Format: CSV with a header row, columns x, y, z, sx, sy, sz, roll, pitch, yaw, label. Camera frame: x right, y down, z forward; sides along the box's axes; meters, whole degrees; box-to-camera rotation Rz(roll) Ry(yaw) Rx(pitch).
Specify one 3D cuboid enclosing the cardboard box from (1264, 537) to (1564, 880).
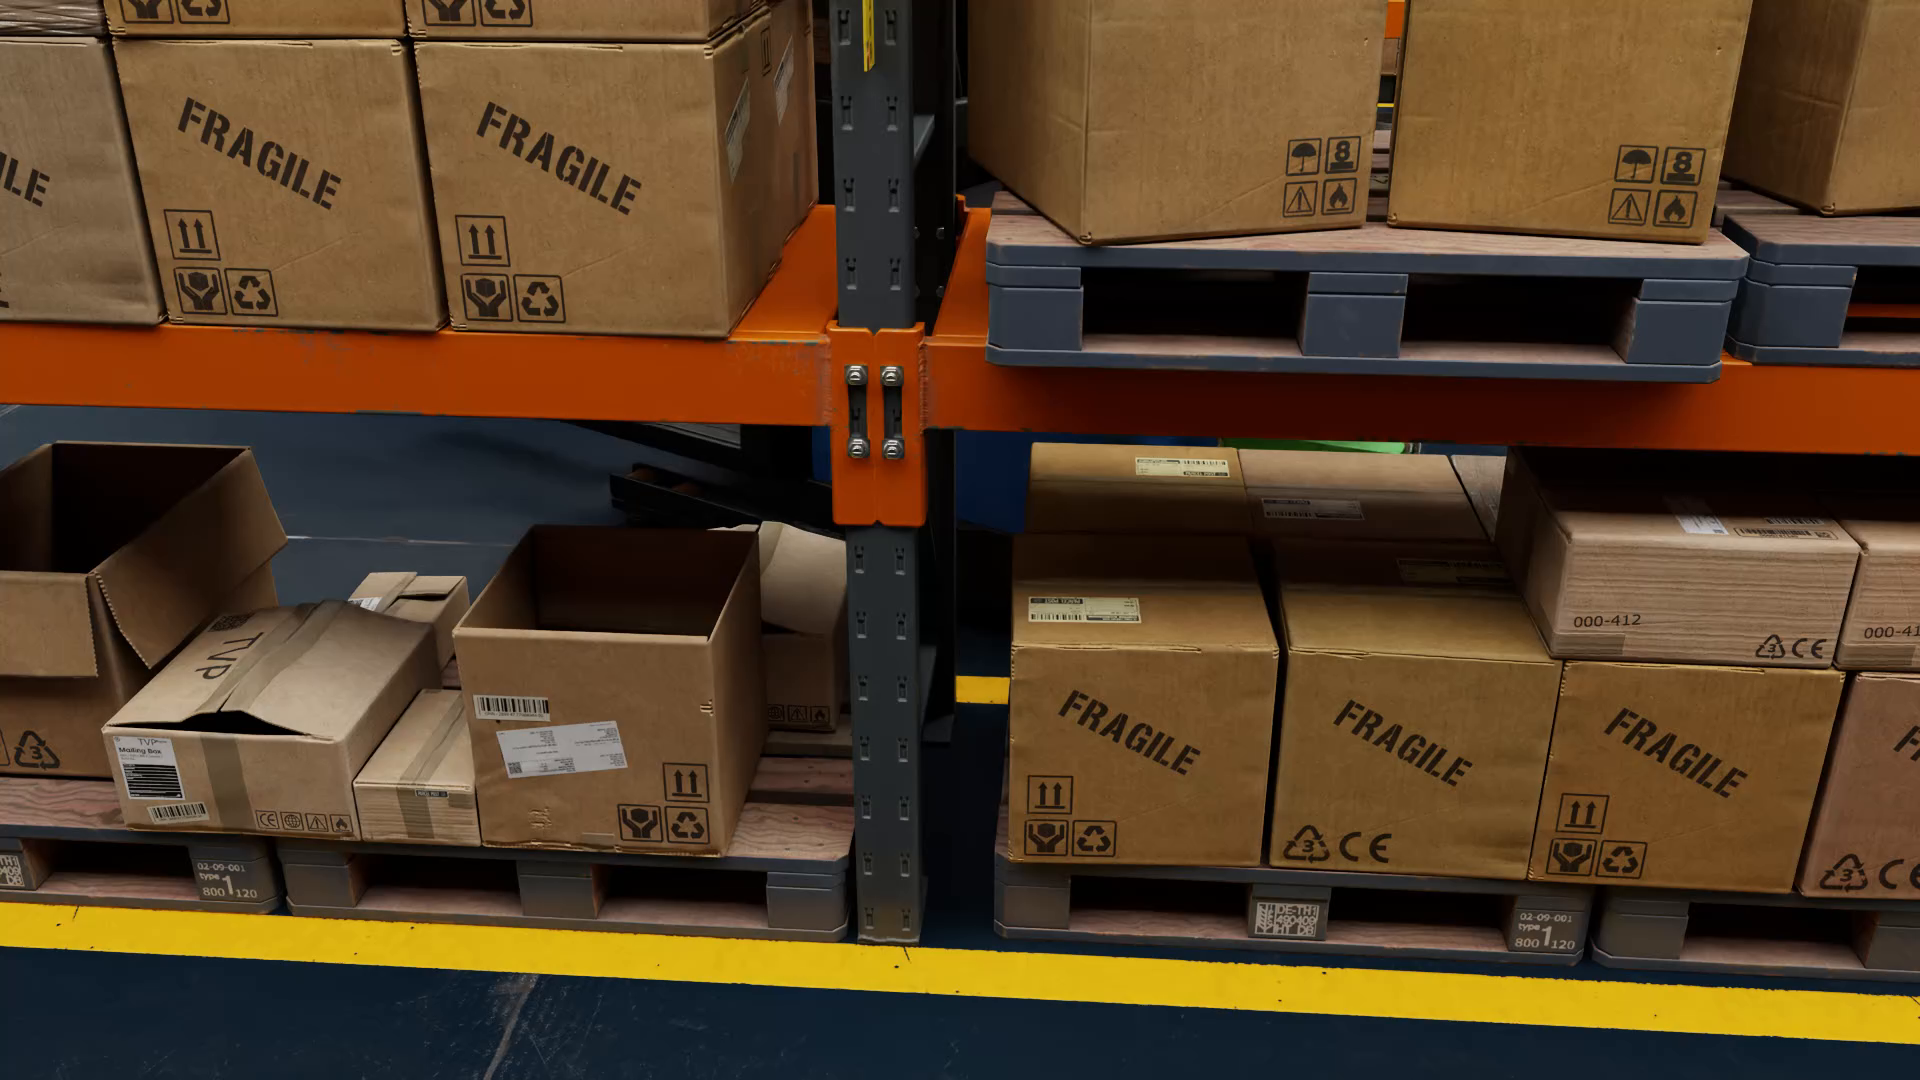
x,y,z,sx,sy,sz,roll,pitch,yaw,label
0.886,0.332,3.405,0.500,0.500,0.500,2,25,5,cardboard box

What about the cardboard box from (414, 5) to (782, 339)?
x,y,z,sx,sy,sz,roll,pitch,yaw,label
-0.628,-0.688,3.037,0.500,0.500,0.500,2,25,5,cardboard box

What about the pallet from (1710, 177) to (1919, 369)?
x,y,z,sx,sy,sz,roll,pitch,yaw,label
1.939,-0.579,3.149,1.213,0.211,1.003,2,25,4,pallet

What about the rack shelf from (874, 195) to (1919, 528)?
x,y,z,sx,sy,sz,roll,pitch,yaw,label
1.884,-0.343,3.267,4.000,0.370,1.077,2,25,4,rack shelf

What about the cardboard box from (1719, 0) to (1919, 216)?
x,y,z,sx,sy,sz,roll,pitch,yaw,label
1.656,-0.939,3.080,0.500,0.500,0.700,-4,25,-9,cardboard box

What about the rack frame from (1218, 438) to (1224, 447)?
x,y,z,sx,sy,sz,roll,pitch,yaw,label
0.747,-0.342,4.557,0.015,1.200,0.240,10,26,20,rack frame

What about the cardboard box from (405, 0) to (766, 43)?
x,y,z,sx,sy,sz,roll,pitch,yaw,label
-0.634,-1.142,2.827,0.500,0.500,0.500,2,25,4,cardboard box

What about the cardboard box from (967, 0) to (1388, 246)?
x,y,z,sx,sy,sz,roll,pitch,yaw,label
0.345,-0.861,2.912,0.500,0.500,0.700,-6,25,-14,cardboard box

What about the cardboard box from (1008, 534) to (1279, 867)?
x,y,z,sx,sy,sz,roll,pitch,yaw,label
0.354,0.319,3.432,0.500,0.500,0.500,1,25,2,cardboard box

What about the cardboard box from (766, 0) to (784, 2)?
x,y,z,sx,sy,sz,roll,pitch,yaw,label
-0.558,-1.366,3.314,0.500,0.500,0.500,2,25,5,cardboard box

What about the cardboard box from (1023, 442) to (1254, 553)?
x,y,z,sx,sy,sz,roll,pitch,yaw,label
0.404,0.098,3.912,0.500,0.500,0.500,2,25,4,cardboard box

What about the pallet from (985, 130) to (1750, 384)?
x,y,z,sx,sy,sz,roll,pitch,yaw,label
0.678,-0.575,3.142,1.213,0.211,1.003,2,25,4,pallet

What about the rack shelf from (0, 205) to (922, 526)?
x,y,z,sx,sy,sz,roll,pitch,yaw,label
-2.104,-0.471,3.545,4.000,0.370,1.077,2,25,4,rack shelf

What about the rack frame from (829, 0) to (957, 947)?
x,y,z,sx,sy,sz,roll,pitch,yaw,label
-0.110,-0.734,3.256,0.127,3.000,1.000,2,25,4,rack frame

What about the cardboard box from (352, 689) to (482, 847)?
x,y,z,sx,sy,sz,roll,pitch,yaw,label
-1.078,0.475,3.514,0.250,0.149,0.380,2,25,4,cardboard box

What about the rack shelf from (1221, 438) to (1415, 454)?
x,y,z,sx,sy,sz,roll,pitch,yaw,label
0.972,-0.245,4.499,0.480,0.148,0.258,10,26,20,rack shelf

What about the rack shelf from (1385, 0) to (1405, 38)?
x,y,z,sx,sy,sz,roll,pitch,yaw,label
2.267,-2.407,7.754,4.000,0.370,1.077,2,25,4,rack shelf

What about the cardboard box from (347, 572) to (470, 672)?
x,y,z,sx,sy,sz,roll,pitch,yaw,label
-1.375,0.227,4.032,0.250,0.166,0.380,2,25,4,cardboard box

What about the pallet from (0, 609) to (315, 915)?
x,y,z,sx,sy,sz,roll,pitch,yaw,label
-2.014,0.473,3.970,1.213,0.211,1.003,2,25,4,pallet

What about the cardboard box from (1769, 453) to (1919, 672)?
x,y,z,sx,sy,sz,roll,pitch,yaw,label
1.851,0.026,3.171,0.500,0.250,0.500,1,25,3,cardboard box

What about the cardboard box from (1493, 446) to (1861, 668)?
x,y,z,sx,sy,sz,roll,pitch,yaw,label
1.351,0.010,3.206,0.500,0.250,0.500,2,25,4,cardboard box

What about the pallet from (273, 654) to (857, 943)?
x,y,z,sx,sy,sz,roll,pitch,yaw,label
-0.795,0.511,3.888,1.213,0.211,1.003,2,25,4,pallet

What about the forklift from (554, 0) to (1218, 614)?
x,y,z,sx,sy,sz,roll,pitch,yaw,label
-0.519,-1.512,5.030,3.031,2.935,1.130,16,29,31,forklift

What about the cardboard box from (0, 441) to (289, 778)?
x,y,z,sx,sy,sz,roll,pitch,yaw,label
-1.984,0.143,3.812,0.637,0.503,0.797,2,25,4,cardboard box

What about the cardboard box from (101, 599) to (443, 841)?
x,y,z,sx,sy,sz,roll,pitch,yaw,label
-1.448,0.364,3.561,0.500,0.311,0.500,2,25,4,cardboard box

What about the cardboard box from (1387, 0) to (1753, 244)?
x,y,z,sx,sy,sz,roll,pitch,yaw,label
1.036,-0.866,2.921,0.500,0.500,0.700,6,25,12,cardboard box

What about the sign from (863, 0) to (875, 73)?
x,y,z,sx,sy,sz,roll,pitch,yaw,label
-0.144,-0.900,2.583,0.005,0.325,0.100,2,25,4,sign

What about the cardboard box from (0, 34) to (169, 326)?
x,y,z,sx,sy,sz,roll,pitch,yaw,label
-1.655,-0.720,3.106,0.500,0.500,0.500,2,25,5,cardboard box

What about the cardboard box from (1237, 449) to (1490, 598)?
x,y,z,sx,sy,sz,roll,pitch,yaw,label
0.896,0.118,3.870,0.500,0.500,0.500,2,25,4,cardboard box

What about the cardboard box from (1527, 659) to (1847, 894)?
x,y,z,sx,sy,sz,roll,pitch,yaw,label
1.384,0.351,3.364,0.500,0.500,0.500,2,25,5,cardboard box

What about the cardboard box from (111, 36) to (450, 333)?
x,y,z,sx,sy,sz,roll,pitch,yaw,label
-1.142,-0.704,3.072,0.500,0.500,0.500,3,25,5,cardboard box

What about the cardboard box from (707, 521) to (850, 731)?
x,y,z,sx,sy,sz,roll,pitch,yaw,label
-0.512,0.184,3.951,0.500,0.311,0.500,2,25,4,cardboard box

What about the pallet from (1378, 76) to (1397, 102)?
x,y,z,sx,sy,sz,roll,pitch,yaw,label
2.647,-3.564,12.744,1.213,0.211,1.003,2,25,4,pallet

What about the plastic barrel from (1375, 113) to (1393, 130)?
x,y,z,sx,sy,sz,roll,pitch,yaw,label
2.076,-1.756,7.952,0.421,0.512,0.421,0,25,0,plastic barrel

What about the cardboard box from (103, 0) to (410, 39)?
x,y,z,sx,sy,sz,roll,pitch,yaw,label
-1.145,-1.157,2.860,0.500,0.500,0.500,1,25,3,cardboard box

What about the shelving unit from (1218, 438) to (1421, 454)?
x,y,z,sx,sy,sz,roll,pitch,yaw,label
0.972,-0.303,4.472,0.503,1.200,0.258,10,26,20,shelving unit

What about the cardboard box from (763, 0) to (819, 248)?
x,y,z,sx,sy,sz,roll,pitch,yaw,label
-0.597,-0.909,3.517,0.500,0.500,0.500,2,25,5,cardboard box

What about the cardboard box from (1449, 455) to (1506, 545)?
x,y,z,sx,sy,sz,roll,pitch,yaw,label
1.396,0.134,3.835,0.500,0.500,0.500,2,25,5,cardboard box

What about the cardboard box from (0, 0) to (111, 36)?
x,y,z,sx,sy,sz,roll,pitch,yaw,label
-1.647,-1.173,2.895,0.500,0.500,0.500,2,25,4,cardboard box

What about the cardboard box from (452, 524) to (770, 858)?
x,y,z,sx,sy,sz,roll,pitch,yaw,label
-0.700,0.302,3.469,0.500,0.500,0.500,2,25,4,cardboard box

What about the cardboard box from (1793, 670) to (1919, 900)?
x,y,z,sx,sy,sz,roll,pitch,yaw,label
1.888,0.367,3.328,0.500,0.500,0.500,1,25,2,cardboard box

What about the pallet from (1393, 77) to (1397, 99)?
x,y,z,sx,sy,sz,roll,pitch,yaw,label
3.860,-3.524,12.656,1.213,0.211,1.003,2,25,4,pallet

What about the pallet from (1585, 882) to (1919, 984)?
x,y,z,sx,sy,sz,roll,pitch,yaw,label
1.924,0.581,3.734,1.213,0.211,1.003,2,25,4,pallet

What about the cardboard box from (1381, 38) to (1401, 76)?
x,y,z,sx,sy,sz,roll,pitch,yaw,label
3.066,-4.022,12.443,0.875,0.875,1.225,2,25,4,cardboard box

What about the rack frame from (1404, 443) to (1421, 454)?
x,y,z,sx,sy,sz,roll,pitch,yaw,label
1.197,-0.263,4.387,0.015,1.200,0.240,10,26,20,rack frame

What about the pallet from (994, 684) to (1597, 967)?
x,y,z,sx,sy,sz,roll,pitch,yaw,label
0.704,0.543,3.817,1.213,0.211,1.003,2,25,4,pallet
